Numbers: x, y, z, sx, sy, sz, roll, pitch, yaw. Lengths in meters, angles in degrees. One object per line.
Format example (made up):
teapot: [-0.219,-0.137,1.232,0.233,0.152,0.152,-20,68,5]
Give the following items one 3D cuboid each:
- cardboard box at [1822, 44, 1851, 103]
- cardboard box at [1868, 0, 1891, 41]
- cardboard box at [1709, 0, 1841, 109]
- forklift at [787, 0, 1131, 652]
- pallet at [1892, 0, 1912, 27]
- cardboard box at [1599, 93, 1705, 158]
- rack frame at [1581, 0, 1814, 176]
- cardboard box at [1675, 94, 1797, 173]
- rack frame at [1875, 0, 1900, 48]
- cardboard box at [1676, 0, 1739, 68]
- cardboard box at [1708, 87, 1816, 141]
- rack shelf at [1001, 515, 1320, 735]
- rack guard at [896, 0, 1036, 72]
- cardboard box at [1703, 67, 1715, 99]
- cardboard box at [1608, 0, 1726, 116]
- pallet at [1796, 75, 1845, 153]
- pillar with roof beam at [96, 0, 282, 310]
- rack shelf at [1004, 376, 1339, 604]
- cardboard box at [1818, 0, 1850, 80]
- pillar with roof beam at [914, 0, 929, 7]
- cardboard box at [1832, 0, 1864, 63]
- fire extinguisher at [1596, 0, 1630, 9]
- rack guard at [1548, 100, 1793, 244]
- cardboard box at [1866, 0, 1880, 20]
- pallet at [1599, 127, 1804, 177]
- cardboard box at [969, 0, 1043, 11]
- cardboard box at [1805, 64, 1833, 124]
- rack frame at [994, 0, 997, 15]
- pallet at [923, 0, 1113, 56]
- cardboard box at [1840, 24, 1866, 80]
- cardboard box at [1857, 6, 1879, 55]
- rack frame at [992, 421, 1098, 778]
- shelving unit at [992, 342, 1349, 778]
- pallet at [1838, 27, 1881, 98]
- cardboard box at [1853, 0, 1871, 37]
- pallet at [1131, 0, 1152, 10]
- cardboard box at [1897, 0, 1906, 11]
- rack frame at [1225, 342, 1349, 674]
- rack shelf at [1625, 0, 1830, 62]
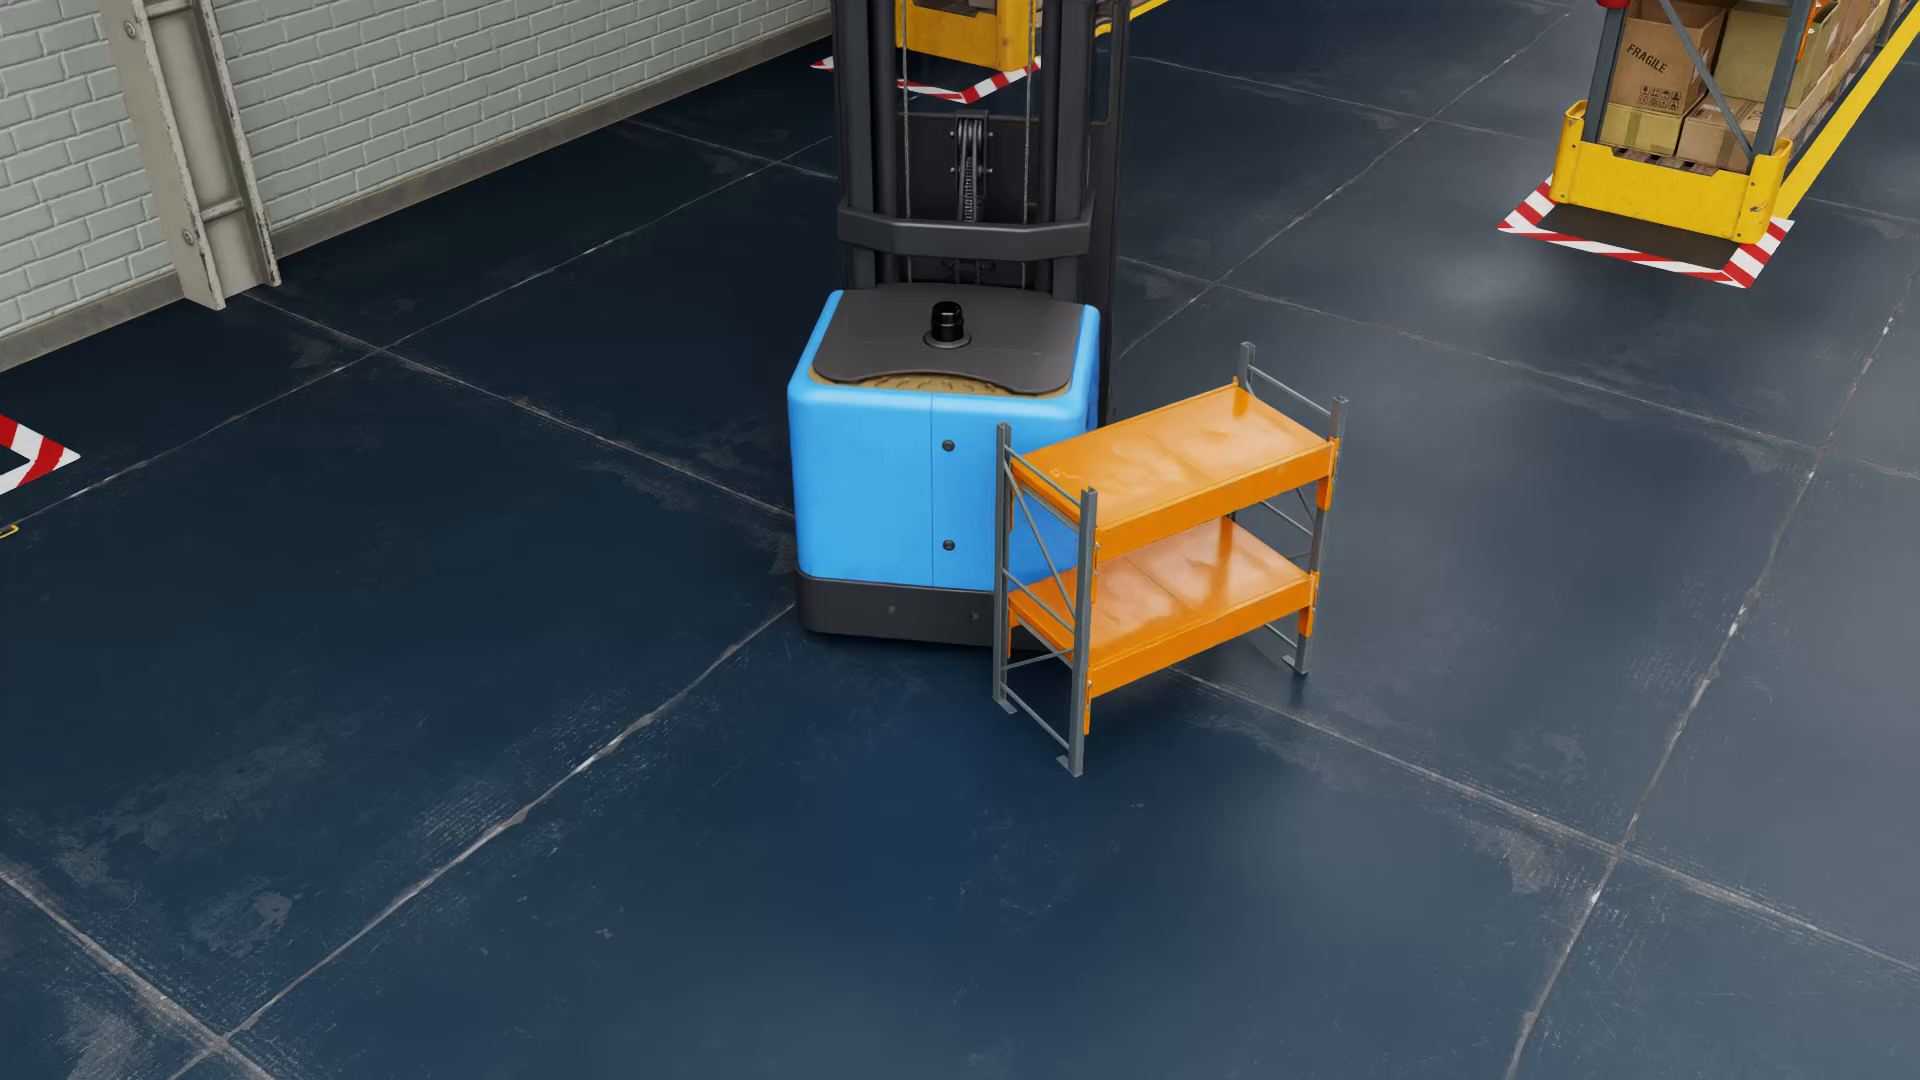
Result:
cardboard box: [5.348,-3.035,10.640,0.500,0.250,0.500,21,39,28]
cardboard box: [6.198,-3.727,11.664,0.500,0.250,0.500,21,39,28]
cardboard box: [4.774,-2.887,9.751,0.500,0.500,0.500,21,39,28]
forklift: [0.108,-1.622,6.533,1.130,2.935,3.031,4,34,6]
pallet: [6.671,-4.172,12.731,1.003,0.211,1.213,21,39,28]
cardboard box: [4.065,-2.511,9.865,0.500,0.250,0.500,21,39,28]
rack frame: [4.002,-3.135,8.708,1.000,3.000,0.127,21,39,28]
cardboard box: [4.491,-2.346,9.620,0.500,0.250,0.500,21,39,28]
rack frame: [6.283,-4.976,11.430,1.000,3.000,0.127,21,39,28]
cardboard box: [4.622,-3.287,10.343,0.500,0.500,0.500,21,39,28]
cardboard box: [4.773,-2.577,9.962,0.500,0.250,0.500,21,39,28]
rack shelf: [0.691,0.257,5.803,1.000,0.278,0.538,-20,39,-27]
rack guard: [-0.026,-3.715,11.797,1.175,0.500,0.348,21,39,28]
cardboard box: [4.341,-2.745,10.211,0.500,0.250,0.500,21,39,28]
cardboard box: [4.064,-2.822,9.656,0.500,0.500,0.500,21,39,28]
pallet: [5.100,-2.904,10.856,1.003,0.211,1.213,21,39,28]
pillar with roof beam: [-0.265,-3.663,4.133,9.100,9.000,0.400,21,39,28]
rack shelf: [0.691,-0.188,5.502,1.000,0.278,0.538,-20,39,-27]
cardboard box: [5.049,-3.121,10.098,0.500,0.500,0.500,21,39,28]
pillar with roof beam: [3.156,-6.424,8.216,9.100,9.000,0.400,21,39,28]
cardboard box: [5.348,-3.346,10.430,0.500,0.500,0.500,21,39,28]
fire extinguisher: [3.553,-3.197,8.869,0.296,0.674,0.183,21,39,28]
rack guard: [3.989,-2.088,9.392,1.175,0.500,0.348,21,39,28]
cardboard box: [5.904,-3.812,11.119,0.500,0.500,0.500,21,39,28]
pallet: [4.404,-2.345,10.029,1.003,0.211,1.213,21,39,28]
cardboard box: [0.399,-4.073,12.103,0.500,0.311,0.500,17,37,23]
cardboard box: [5.058,-2.807,10.302,0.500,0.250,0.500,21,39,28]
rack frame: [-0.069,-4.715,11.045,1.000,3.000,0.127,21,39,28]
pallet: [0.466,-3.958,12.414,1.003,0.211,1.213,21,39,28]
cardboard box: [5.632,-3.266,10.981,0.500,0.250,0.500,21,39,28]
cardboard box: [5.905,-3.500,11.328,0.500,0.250,0.500,21,39,28]
rack frame: [0.263,0.209,5.437,0.032,1.125,0.500,-20,39,-27]
shelving unit: [0.691,0.054,5.666,1.048,1.125,0.538,-20,39,-27]
pallet: [5.795,-3.468,11.690,1.003,0.211,1.213,21,39,28]
cardboard box: [5.622,-3.580,10.777,0.500,0.500,0.500,21,39,28]
pallet: [1.163,-4.517,13.241,1.003,0.211,1.213,21,39,28]
cardboard box: [6.717,-4.117,12.240,0.500,0.250,0.500,20,39,27]
rack frame: [1.118,-0.100,5.894,0.032,1.125,0.500,-20,39,-27]
rack shelf: [5.143,-3.757,10.270,1.077,0.370,4.000,21,39,28]
